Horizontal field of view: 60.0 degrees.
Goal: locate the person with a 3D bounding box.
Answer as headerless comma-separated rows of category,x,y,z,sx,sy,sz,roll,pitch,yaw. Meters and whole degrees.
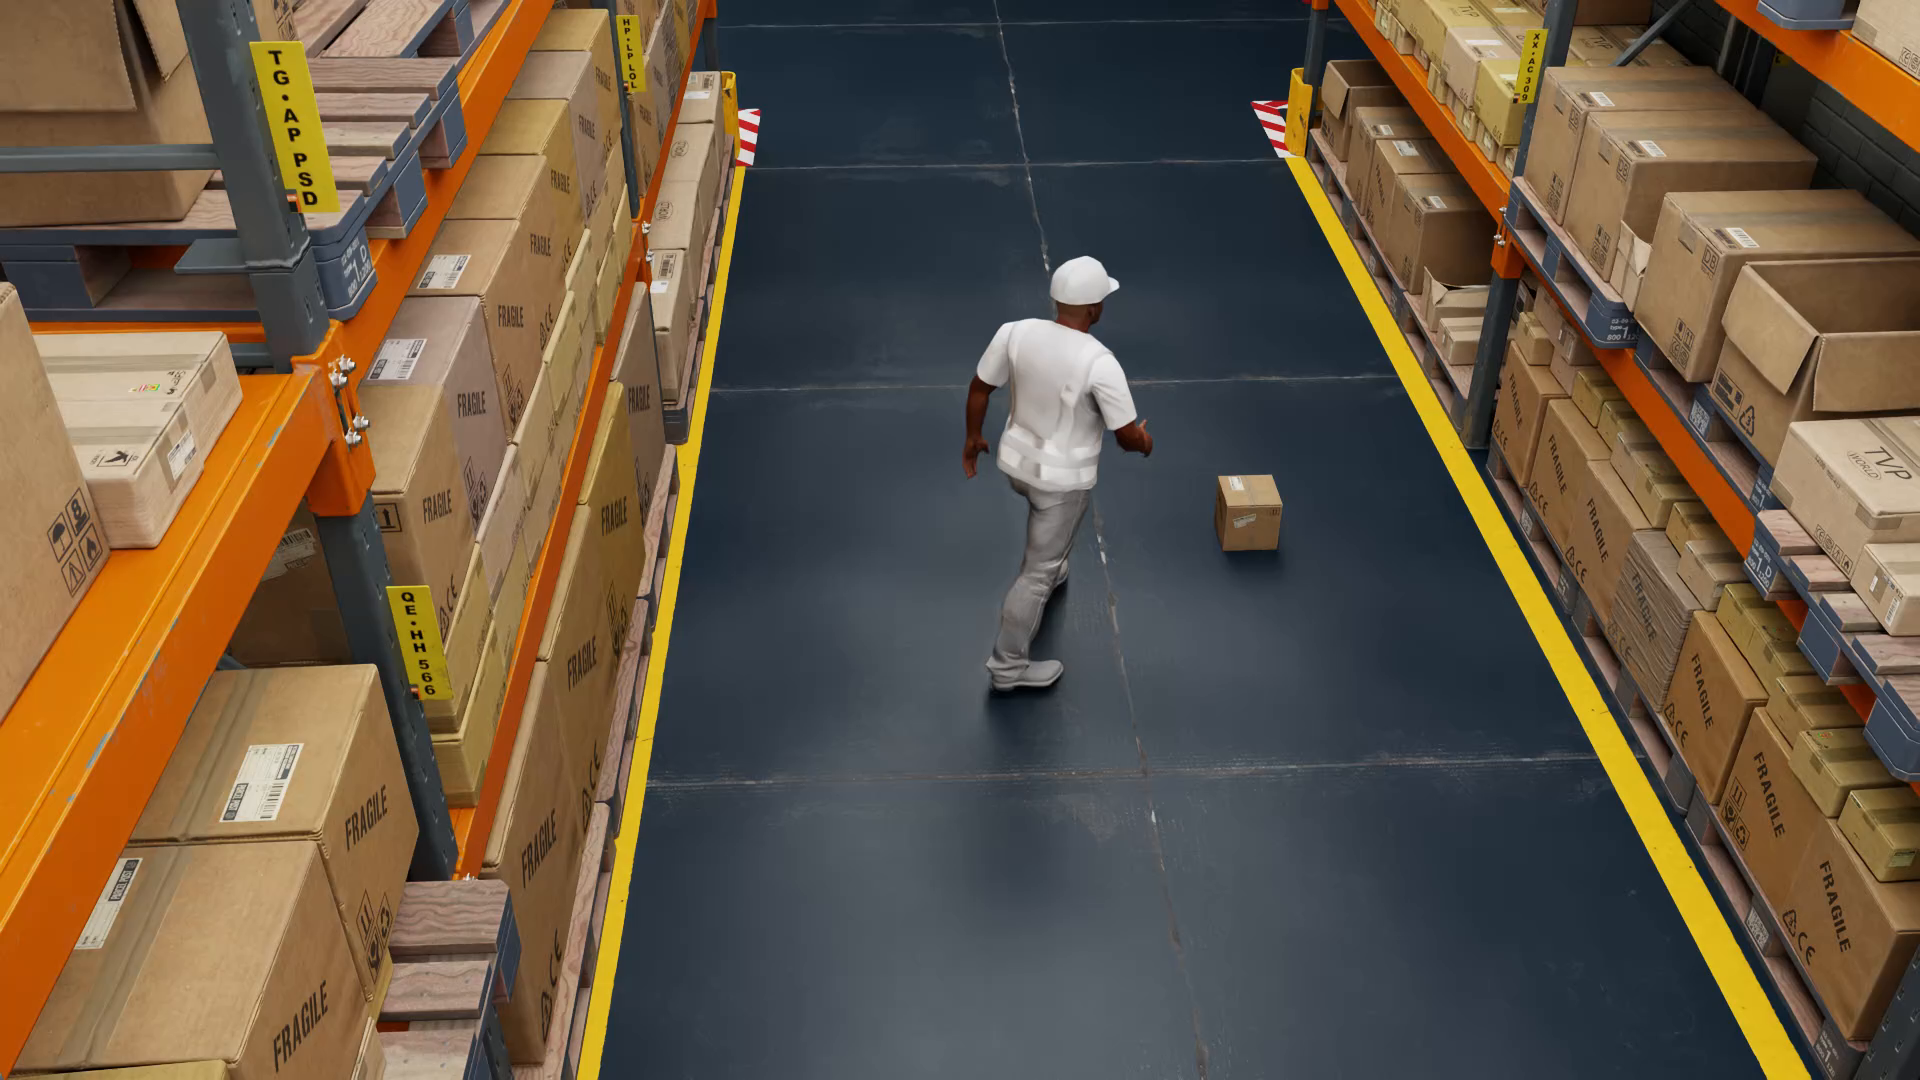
person,0.359,-0.291,6.559,0.823,1.695,0.689,-26,43,-32
